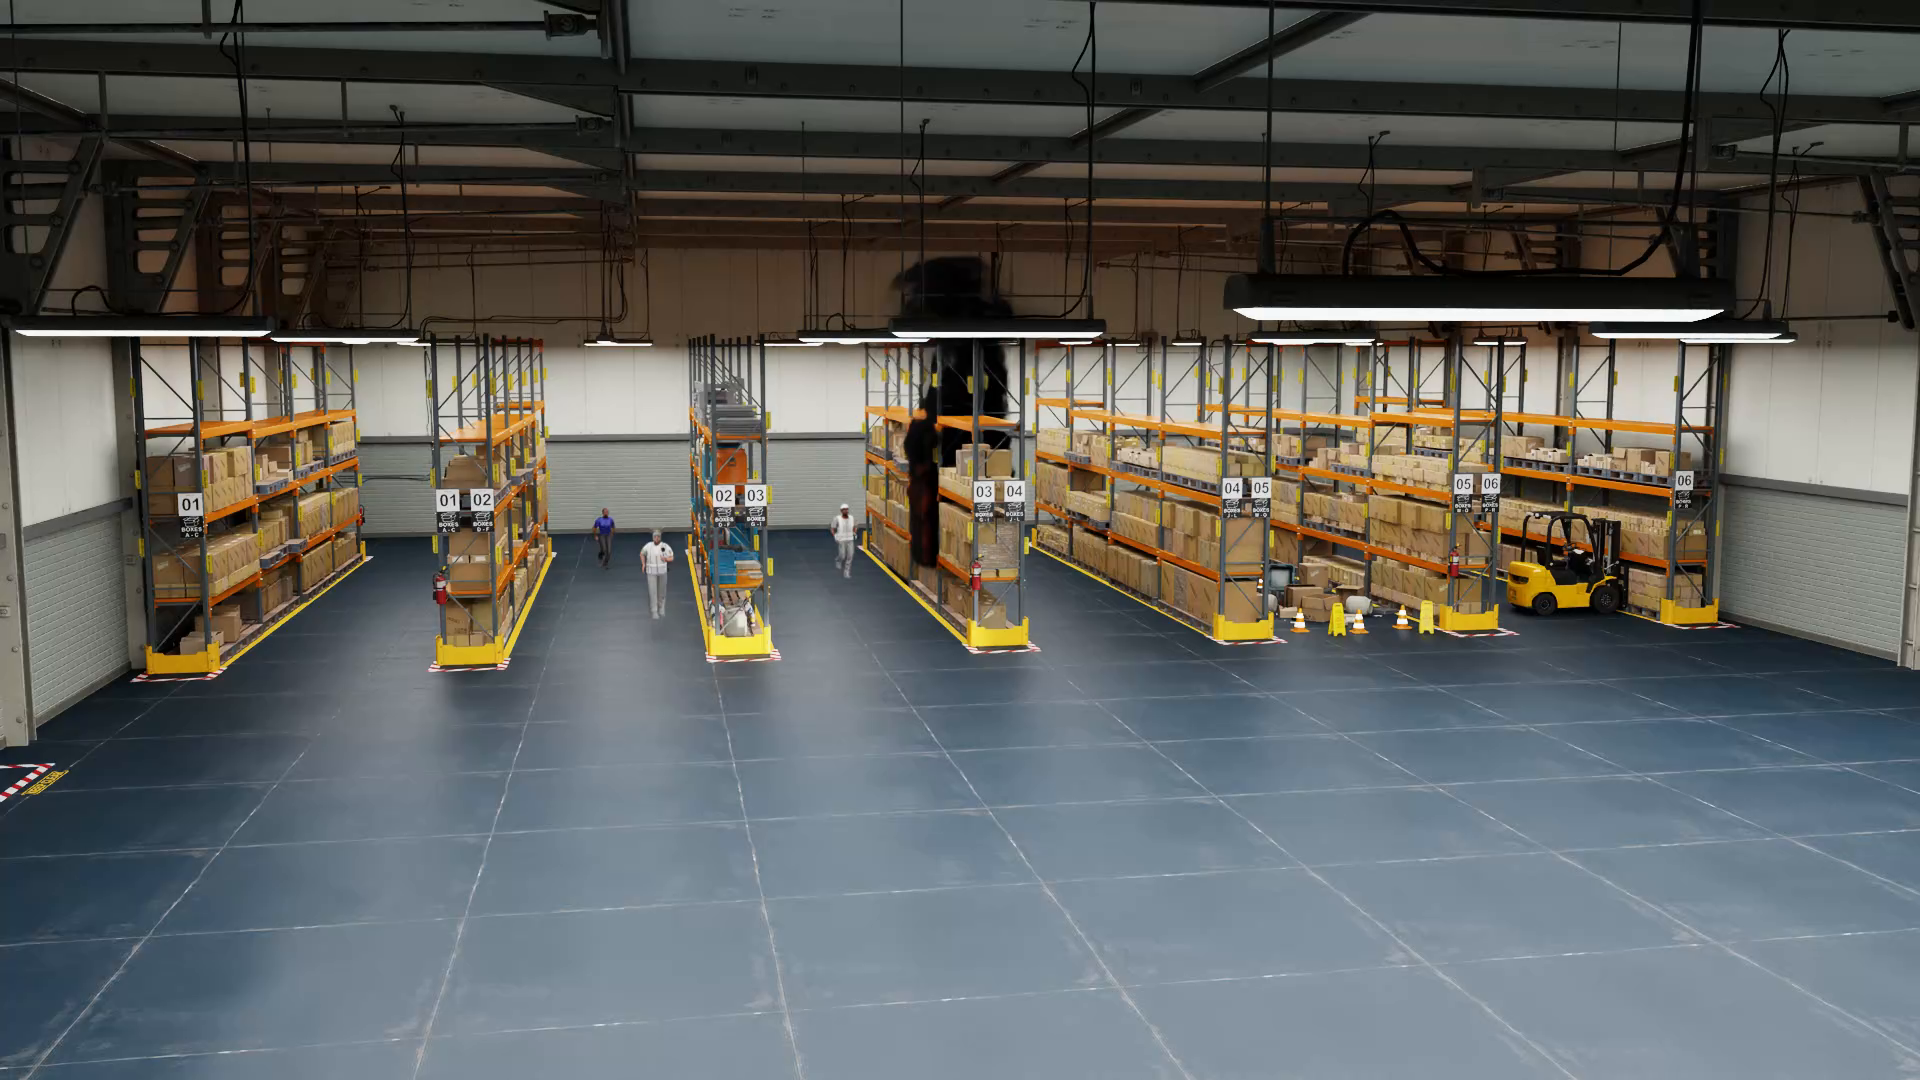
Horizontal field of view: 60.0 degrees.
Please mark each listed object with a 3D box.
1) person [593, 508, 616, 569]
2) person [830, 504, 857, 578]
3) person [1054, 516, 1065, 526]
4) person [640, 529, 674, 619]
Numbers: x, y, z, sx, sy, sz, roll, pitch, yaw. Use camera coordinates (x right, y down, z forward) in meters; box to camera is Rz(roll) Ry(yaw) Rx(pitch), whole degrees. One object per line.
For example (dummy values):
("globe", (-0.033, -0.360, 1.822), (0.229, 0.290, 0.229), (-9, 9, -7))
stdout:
("person", (-9.235, -0.033, 43.318), (0.559, 1.606, 0.586), (-3, 7, -26))
("person", (-2.757, 0.012, 39.829), (0.682, 1.759, 0.680), (-3, 7, -22))
("person", (3.108, -0.837, 50.132), (0.543, 1.681, 0.611), (-1, 7, -6))
("person", (-6.135, 0.687, 33.728), (0.662, 1.828, 0.923), (-2, 7, -13))
